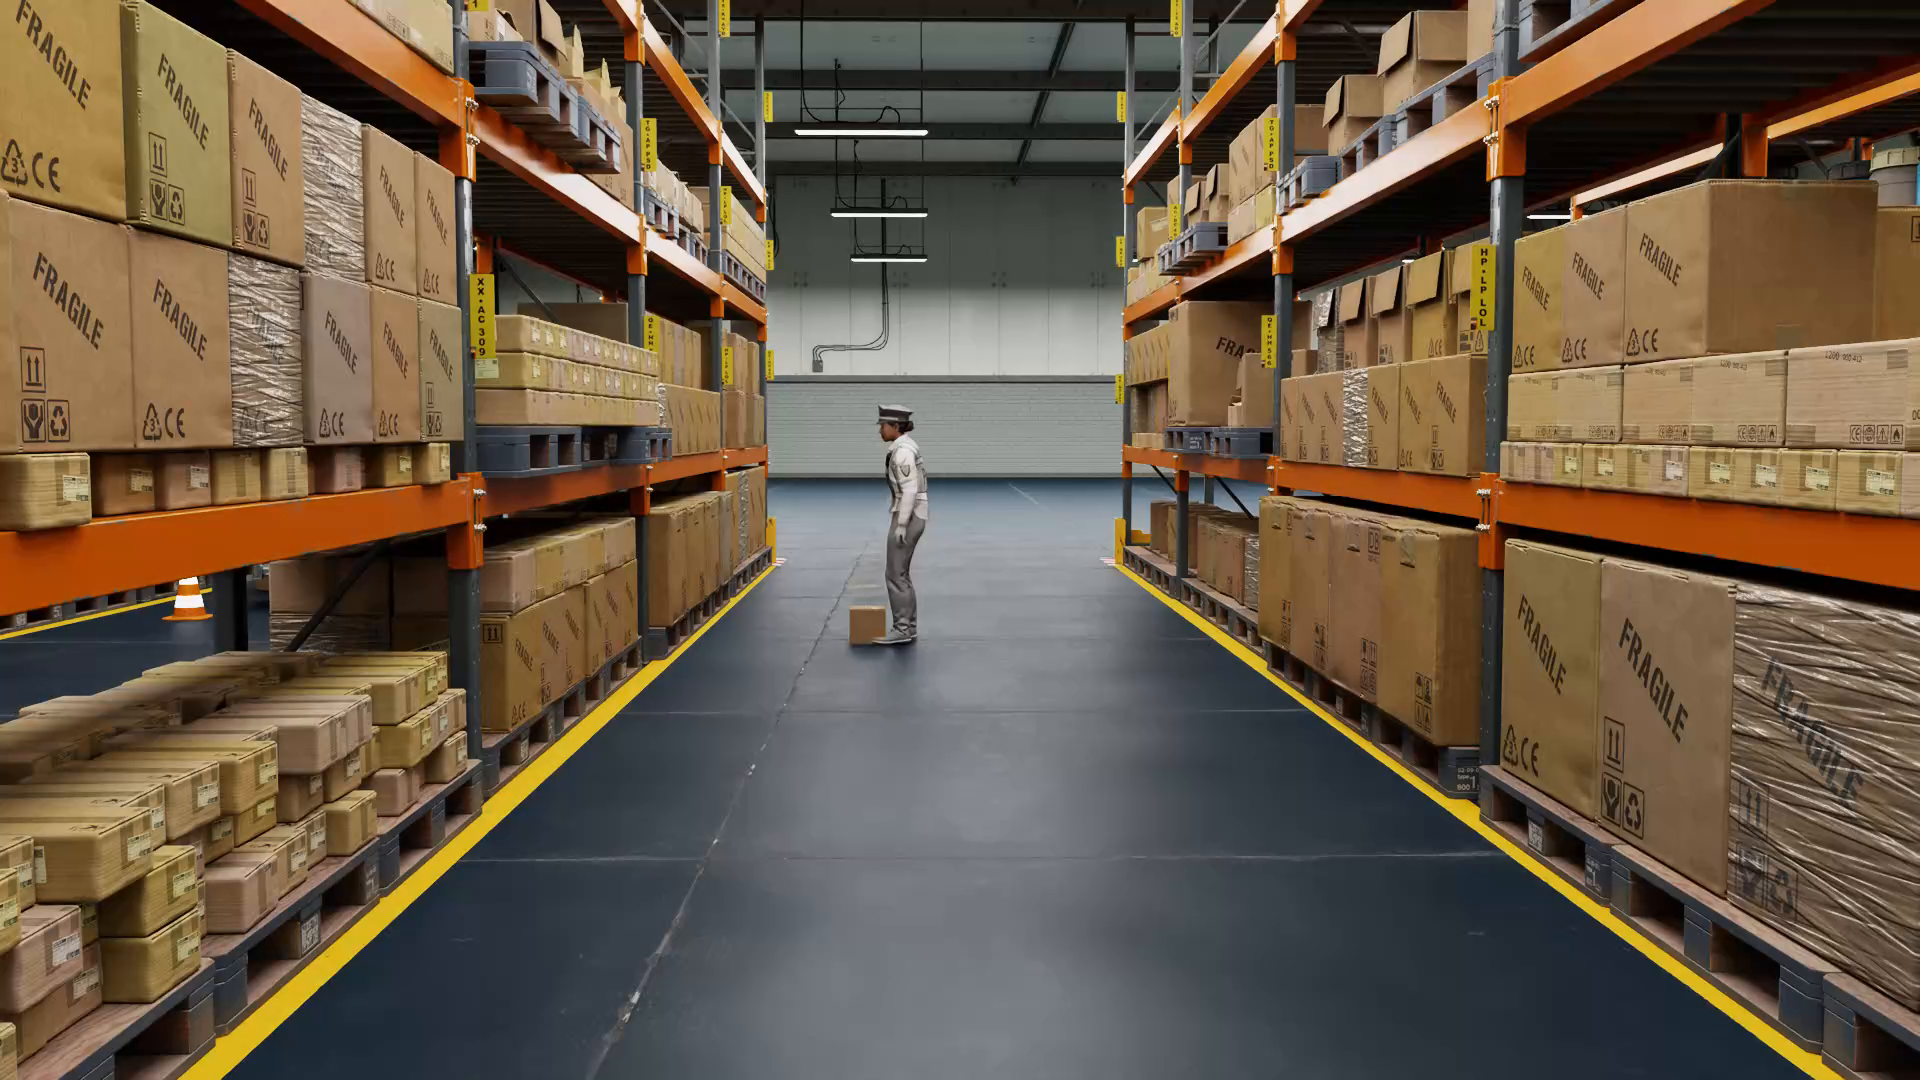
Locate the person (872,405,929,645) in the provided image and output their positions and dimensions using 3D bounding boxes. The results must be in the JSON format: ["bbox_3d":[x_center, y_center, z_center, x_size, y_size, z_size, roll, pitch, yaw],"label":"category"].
[{"bbox_3d":[-0.424,-0.110,11.604,0.415,1.662,0.537,0,4,-5],"label":"person"}]
